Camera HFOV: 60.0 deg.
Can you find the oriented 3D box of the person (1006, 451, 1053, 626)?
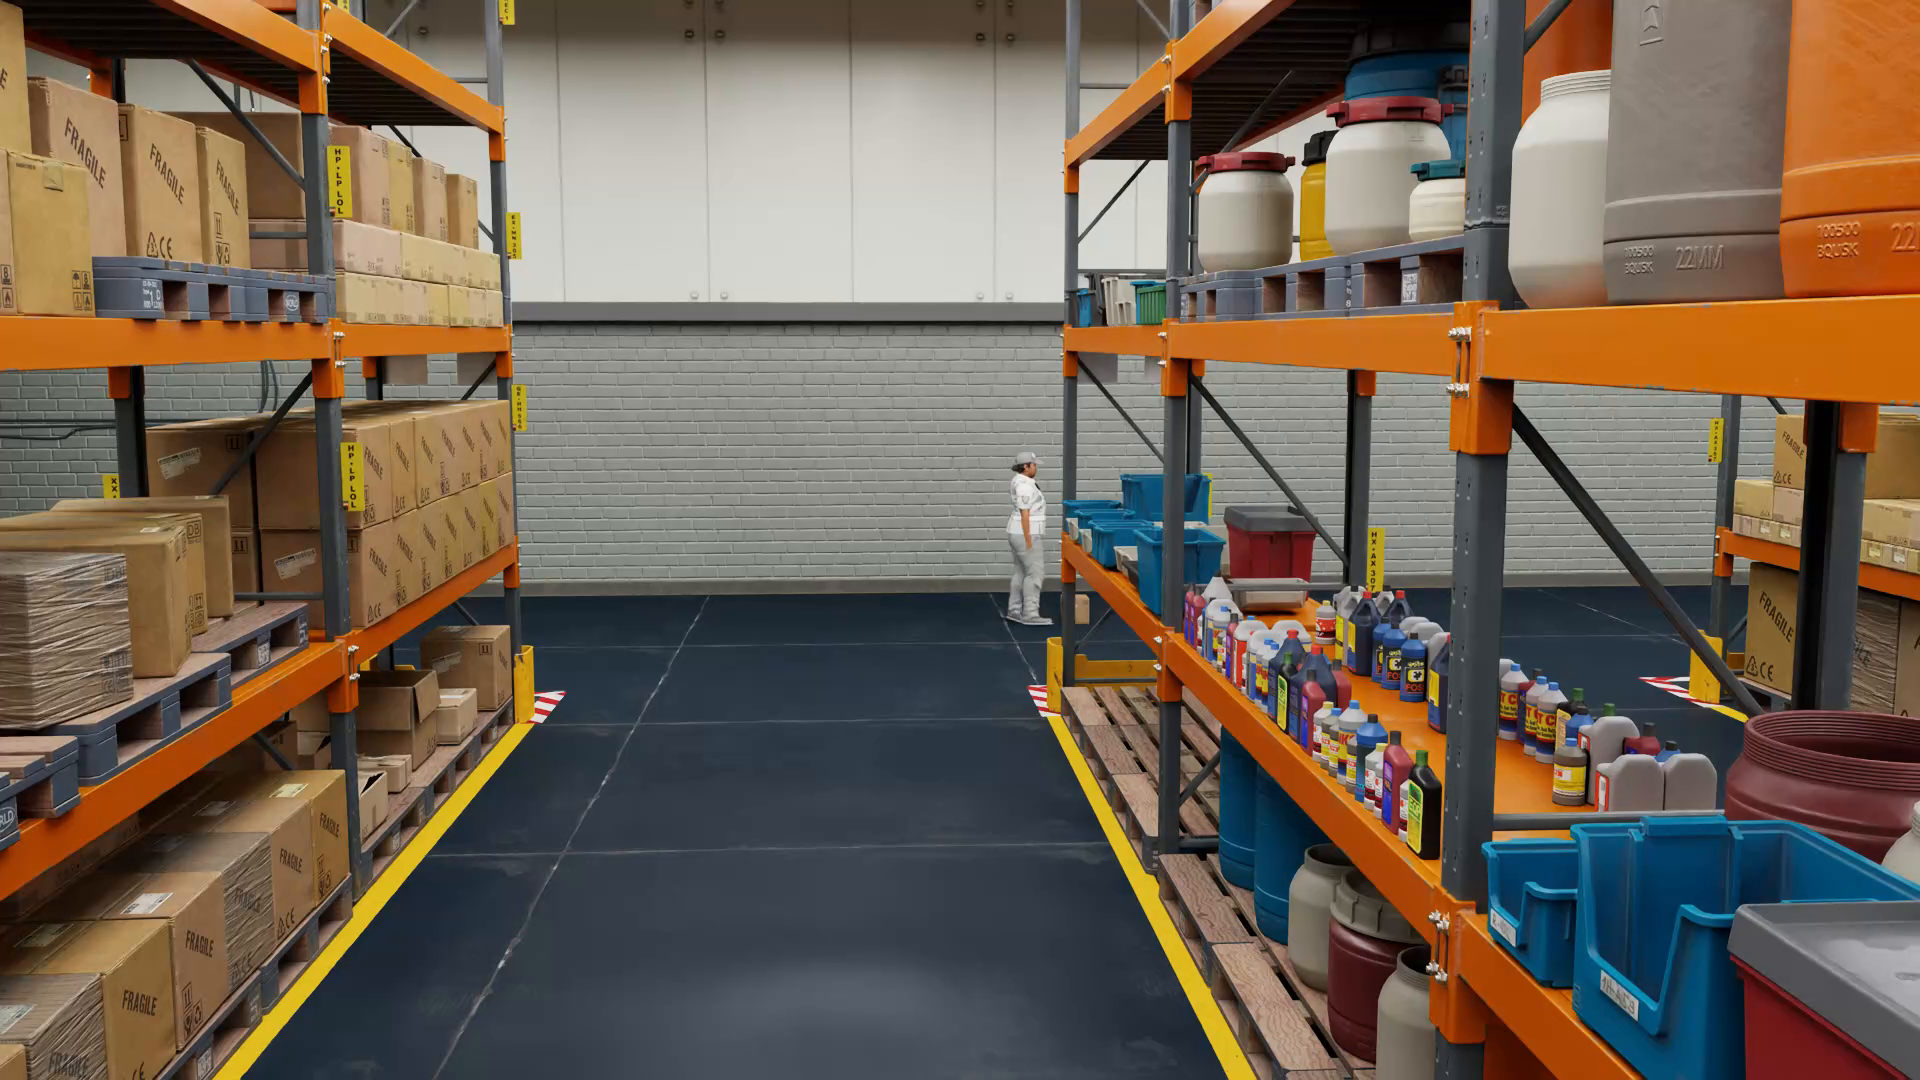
[{"bbox_3d":[0.664,-0.017,15.951,0.435,1.673,0.470,0,7,-4],"label":"person"}]
